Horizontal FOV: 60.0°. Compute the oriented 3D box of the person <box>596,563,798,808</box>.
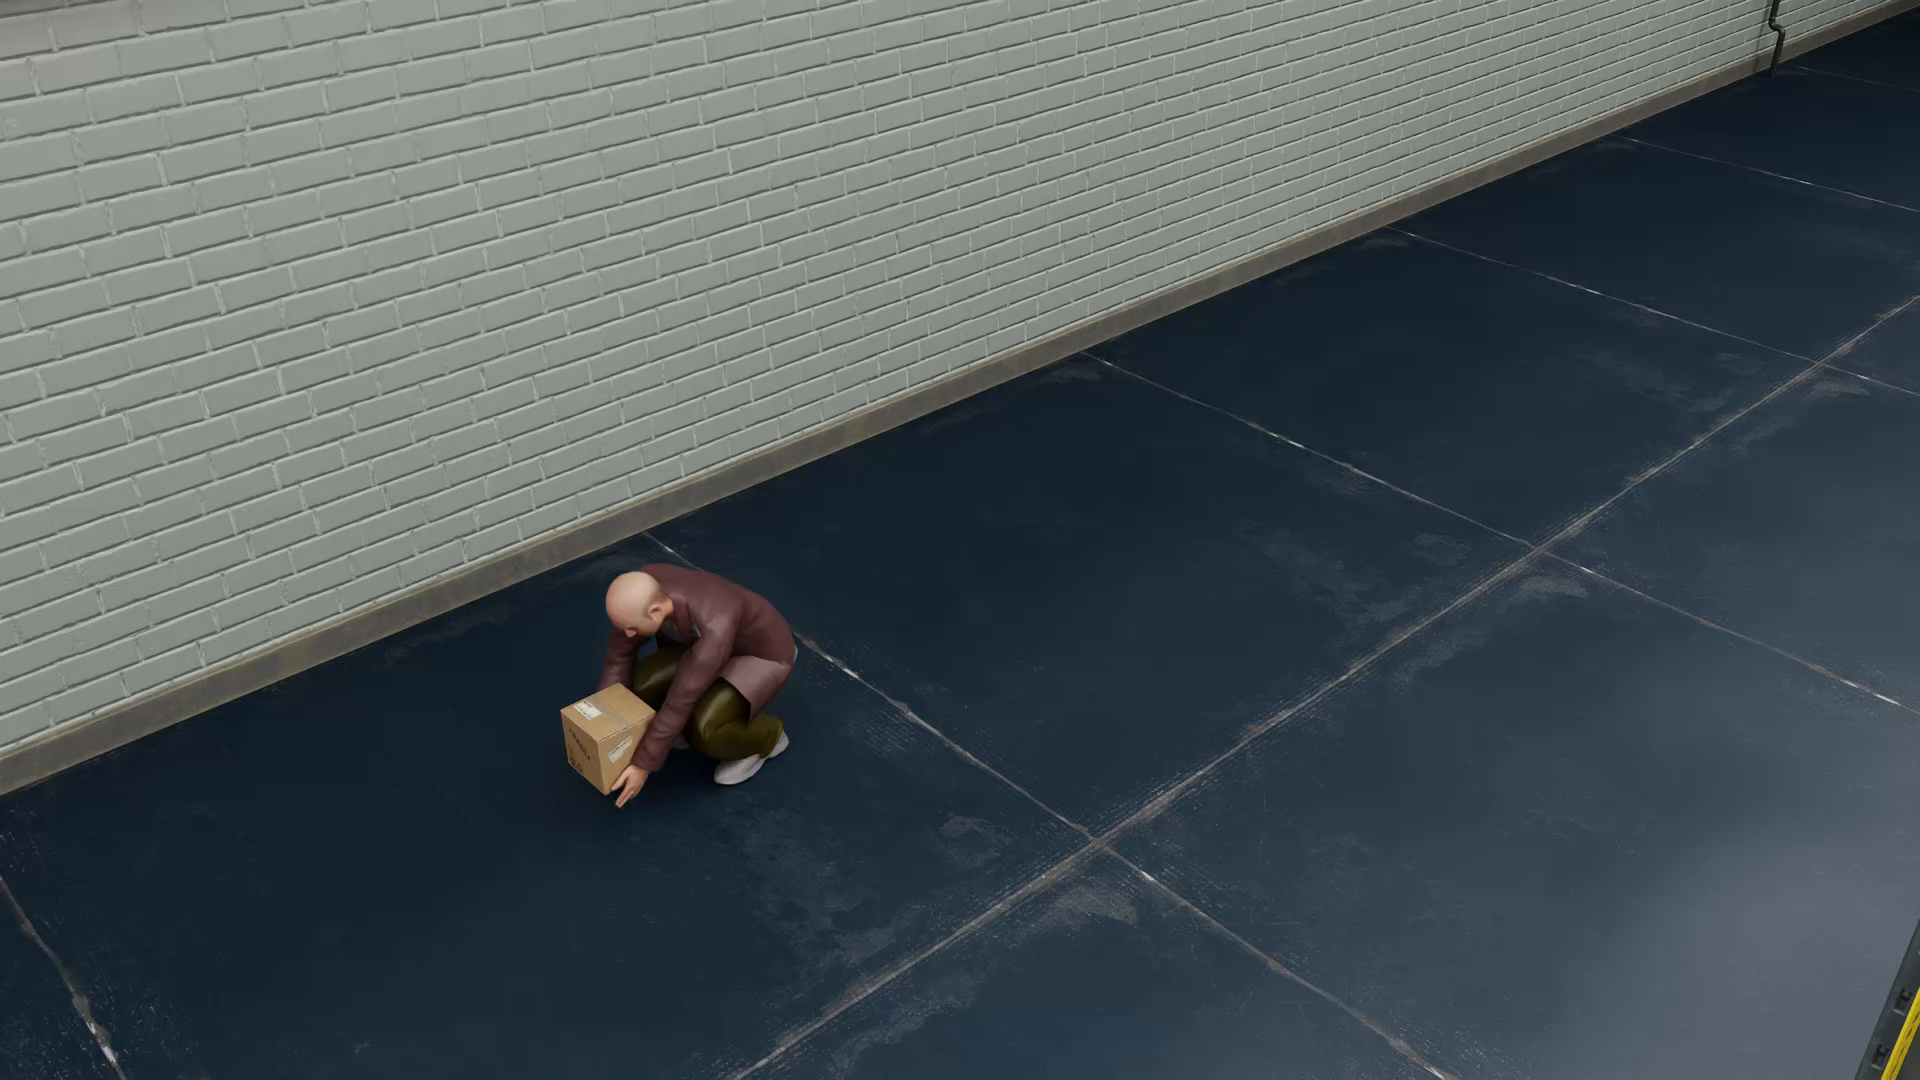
[{"bbox_3d":[-1.013,0.448,6.165,0.913,1.004,0.590,-26,40,-36],"label":"person"}]
